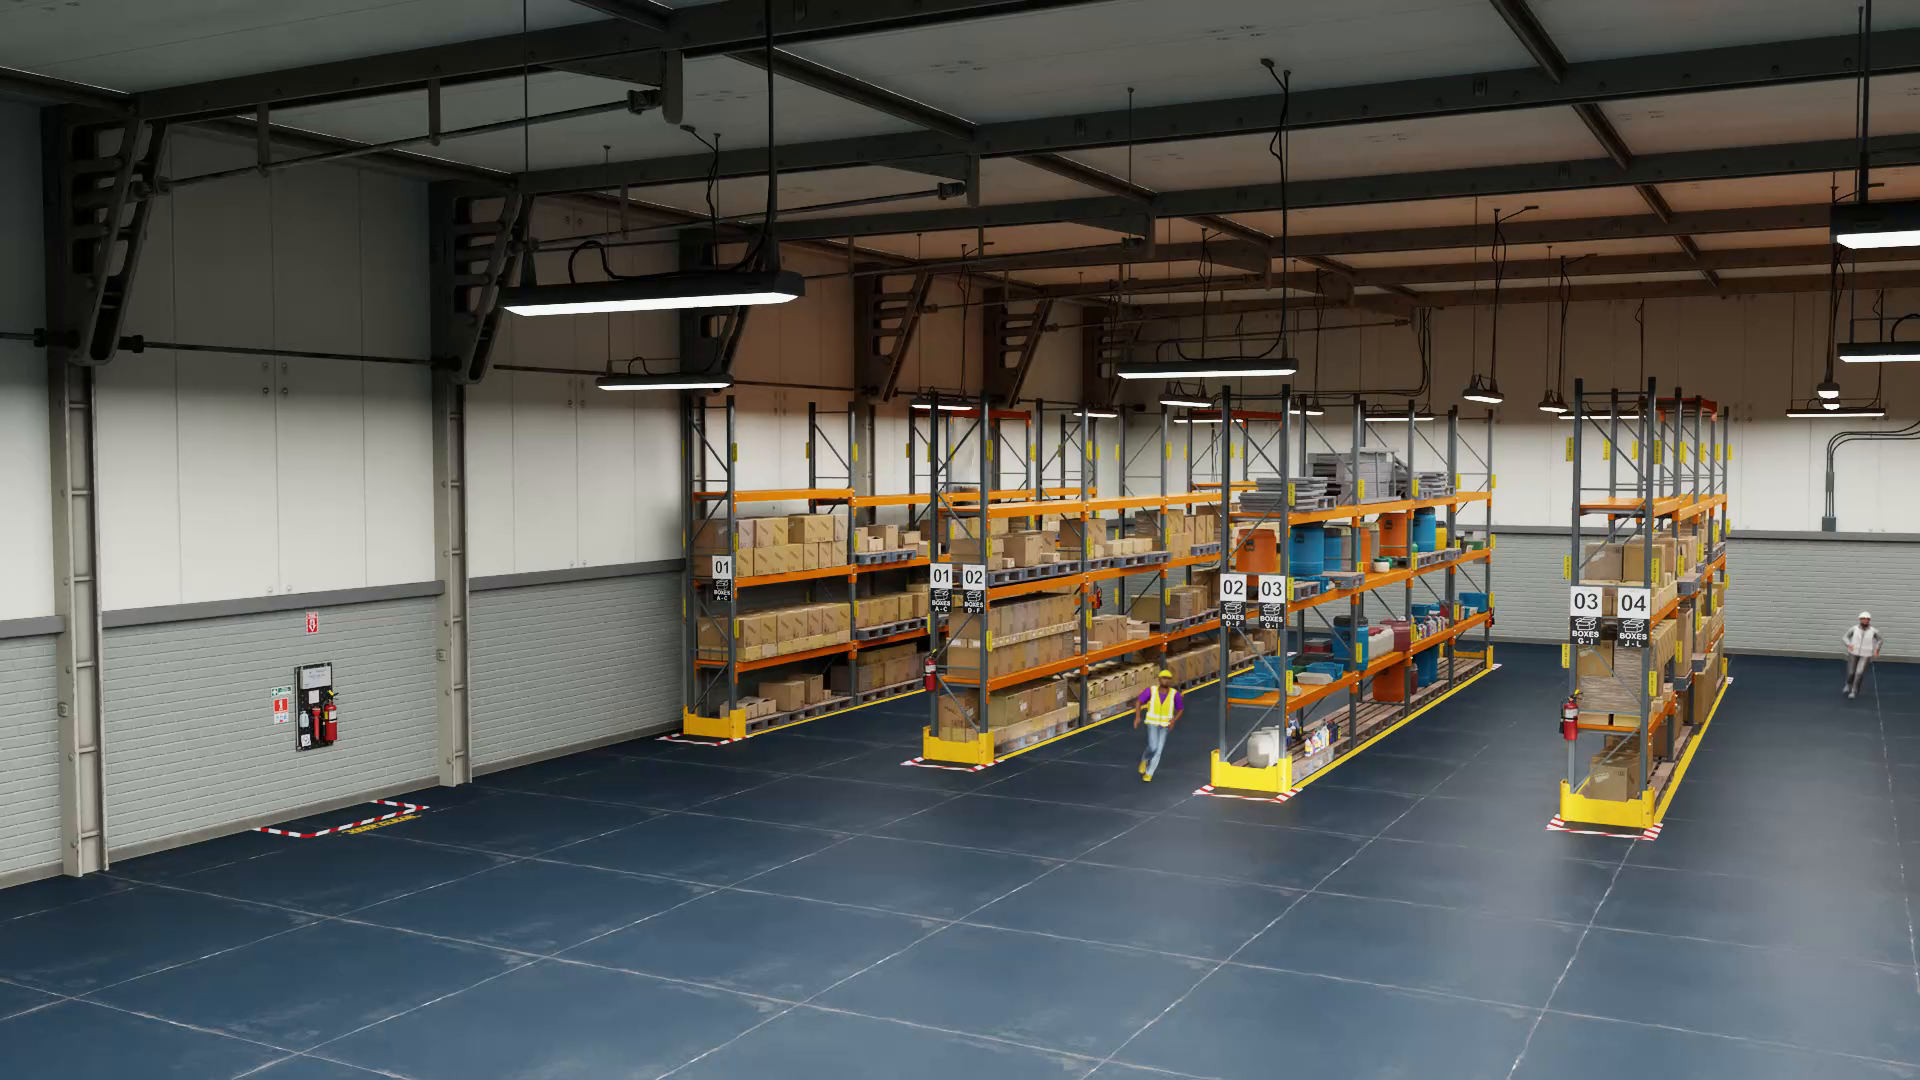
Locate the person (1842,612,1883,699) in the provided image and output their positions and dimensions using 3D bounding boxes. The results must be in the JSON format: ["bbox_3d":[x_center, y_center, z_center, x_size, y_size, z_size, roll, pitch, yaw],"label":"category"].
[{"bbox_3d":[18.369,2.336,33.865,0.723,1.739,0.954,2,3,28],"label":"person"}]

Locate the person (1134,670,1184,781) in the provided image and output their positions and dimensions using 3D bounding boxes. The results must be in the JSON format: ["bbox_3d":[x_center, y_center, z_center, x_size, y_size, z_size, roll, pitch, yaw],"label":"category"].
[{"bbox_3d":[3.036,2.822,25.266,0.744,1.695,0.569,0,3,0],"label":"person"}]
